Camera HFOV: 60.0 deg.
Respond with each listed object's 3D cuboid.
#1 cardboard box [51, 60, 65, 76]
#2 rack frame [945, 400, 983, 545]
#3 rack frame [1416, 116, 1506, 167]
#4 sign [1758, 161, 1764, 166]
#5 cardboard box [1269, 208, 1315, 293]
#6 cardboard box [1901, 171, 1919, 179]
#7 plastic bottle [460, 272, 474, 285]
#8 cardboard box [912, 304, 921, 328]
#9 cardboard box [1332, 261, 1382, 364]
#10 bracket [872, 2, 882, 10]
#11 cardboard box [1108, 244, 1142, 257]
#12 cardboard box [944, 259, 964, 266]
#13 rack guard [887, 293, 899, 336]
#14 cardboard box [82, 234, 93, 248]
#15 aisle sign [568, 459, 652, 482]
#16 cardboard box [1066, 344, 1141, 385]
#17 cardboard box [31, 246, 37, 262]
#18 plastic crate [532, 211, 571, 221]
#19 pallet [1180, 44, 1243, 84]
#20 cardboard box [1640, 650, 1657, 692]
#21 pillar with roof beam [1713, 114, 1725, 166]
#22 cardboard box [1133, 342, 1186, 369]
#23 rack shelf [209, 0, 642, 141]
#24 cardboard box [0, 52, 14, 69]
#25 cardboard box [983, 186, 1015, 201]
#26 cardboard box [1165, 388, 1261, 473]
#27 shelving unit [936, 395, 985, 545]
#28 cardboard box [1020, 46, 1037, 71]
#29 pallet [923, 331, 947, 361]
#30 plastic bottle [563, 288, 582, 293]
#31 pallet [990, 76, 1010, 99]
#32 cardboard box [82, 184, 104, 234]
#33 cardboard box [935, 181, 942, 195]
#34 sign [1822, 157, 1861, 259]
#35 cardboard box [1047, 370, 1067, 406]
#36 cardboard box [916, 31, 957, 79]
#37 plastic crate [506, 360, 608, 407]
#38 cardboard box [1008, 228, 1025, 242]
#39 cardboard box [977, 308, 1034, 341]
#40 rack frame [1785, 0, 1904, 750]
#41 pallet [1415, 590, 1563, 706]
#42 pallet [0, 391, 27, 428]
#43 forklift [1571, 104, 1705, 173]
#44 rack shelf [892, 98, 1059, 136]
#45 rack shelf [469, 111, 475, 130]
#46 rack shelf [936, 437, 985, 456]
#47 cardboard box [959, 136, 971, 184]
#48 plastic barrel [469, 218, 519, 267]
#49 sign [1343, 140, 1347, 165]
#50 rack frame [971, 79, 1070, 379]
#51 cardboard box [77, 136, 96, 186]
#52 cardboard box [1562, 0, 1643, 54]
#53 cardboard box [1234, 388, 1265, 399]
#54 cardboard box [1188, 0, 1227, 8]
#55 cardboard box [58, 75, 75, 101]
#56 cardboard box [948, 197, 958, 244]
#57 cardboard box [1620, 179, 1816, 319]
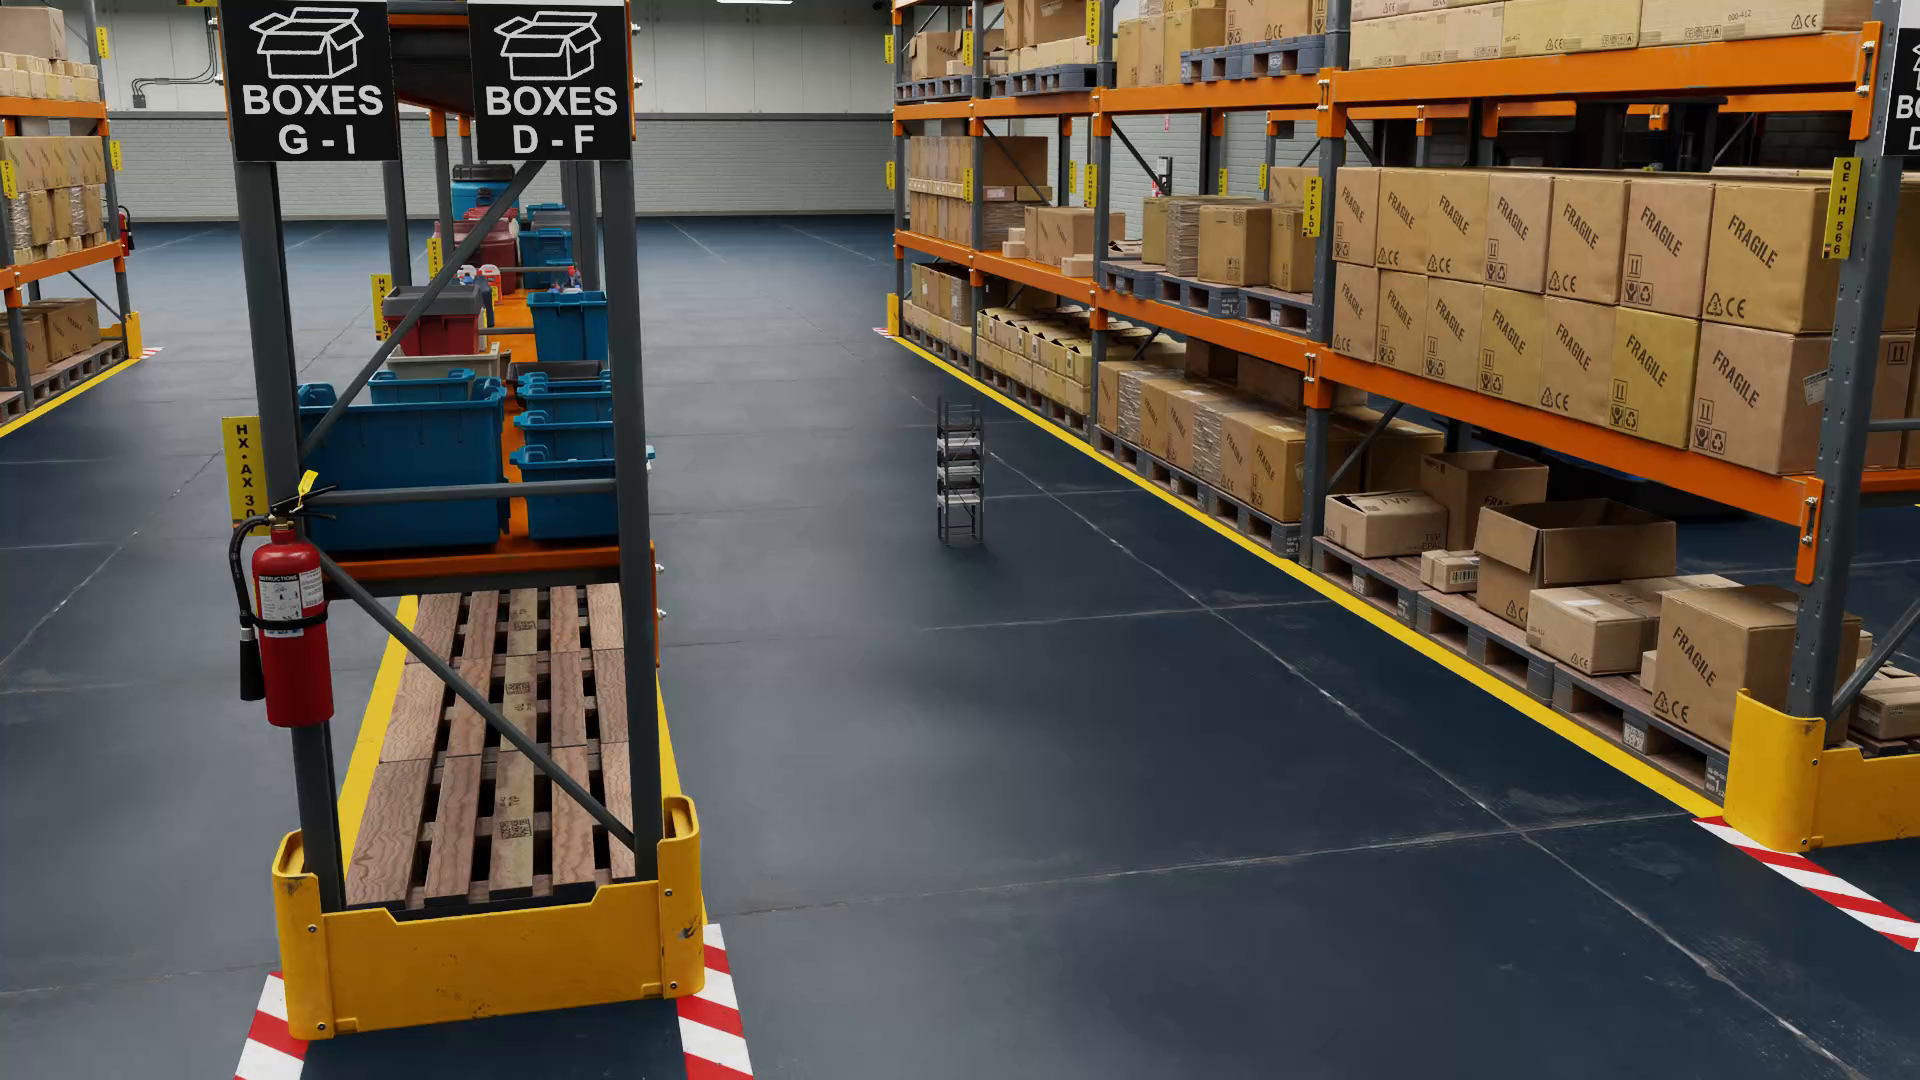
[{"bbox_3d":[-9.282,-4.770,16.787,0.380,0.149,0.250,-4,14,-16],"label":"cardboard box"},{"bbox_3d":[0.026,-0.412,10.217,0.240,0.900,0.006,-3,14,-13],"label":"rack frame"},{"bbox_3d":[5.435,-3.445,18.206,1.000,3.000,0.127,-3,14,-13],"label":"rack frame"},{"bbox_3d":[6.913,-3.116,14.422,0.100,0.325,0.005,-3,14,-13],"label":"sign"},{"bbox_3d":[2.382,-1.852,10.590,0.700,0.500,0.500,-1,14,-4],"label":"cardboard box"},{"bbox_3d":[6.725,-2.496,11.863,0.500,0.250,0.500,-3,14,-12],"label":"cardboard box"},{"bbox_3d":[-3.300,-1.658,11.163,0.097,0.271,0.097,0,14,0],"label":"plastic bottle"},{"bbox_3d":[-0.288,-2.708,20.098,0.500,0.250,0.500,-3,14,-13],"label":"cardboard box"},{"bbox_3d":[2.354,-1.238,8.963,0.500,0.500,0.500,-3,14,-12],"label":"cardboard box"},{"bbox_3d":[-2.544,-16.461,51.257,0.235,0.232,0.430,-3,14,-13],"label":"bracket"},{"bbox_3d":[1.517,-2.288,13.660,0.500,0.311,0.500,-2,14,-10],"label":"cardboard box"},{"bbox_3d":[0.096,-3.216,20.599,0.500,0.500,0.500,-3,14,-13],"label":"cardboard box"},{"bbox_3d":[-0.325,-2.882,21.169,1.175,0.500,0.348,-3,14,-13],"label":"rack guard"},{"bbox_3d":[-9.471,-3.192,17.701,0.380,0.149,0.250,-3,14,-13],"label":"cardboard box"},{"bbox_3d":[-1.110,-0.179,5.269,0.250,0.136,0.298,-3,14,-13],"label":"aisle sign"},{"bbox_3d":[1.198,-1.493,13.944,0.500,0.311,0.500,-3,14,-12],"label":"cardboard box"},{"bbox_3d":[-8.899,-2.675,15.586,0.380,0.149,0.250,-3,14,-13],"label":"cardboard box"},{"bbox_3d":[-3.784,-2.829,15.551,0.402,0.464,0.583,-3,14,-13],"label":"plastic crate"},{"bbox_3d":[2.168,-3.081,10.795,1.213,0.211,1.003,-3,14,-13],"label":"pallet"},{"bbox_3d":[3.064,0.553,6.886,0.380,0.166,0.250,-3,14,-13],"label":"cardboard box"},{"bbox_3d":[2.725,-5.544,14.160,9.100,9.000,0.400,-3,14,-13],"label":"pillar with roof beam"},{"bbox_3d":[1.722,-1.523,14.067,0.500,0.311,0.500,-3,14,-11],"label":"cardboard box"},{"bbox_3d":[-1.847,-1.693,6.233,1.077,0.370,4.000,-3,14,-13],"label":"rack shelf"},{"bbox_3d":[-8.958,-4.408,15.306,0.380,0.149,0.250,-3,14,-13],"label":"cardboard box"},{"bbox_3d":[0.348,-3.582,17.192,0.380,0.149,0.250,-3,14,-13],"label":"cardboard box"},{"bbox_3d":[1.758,-0.767,11.586,0.500,0.500,0.500,-4,14,-15],"label":"cardboard box"},{"bbox_3d":[0.002,-0.435,10.313,0.258,0.900,0.210,-3,14,-13],"label":"shelving unit"},{"bbox_3d":[0.888,-4.487,15.583,0.500,0.250,0.500,-5,15,-19],"label":"cardboard box"},{"bbox_3d":[0.184,-2.281,19.318,1.003,0.211,1.213,-3,14,-13],"label":"pallet"},{"bbox_3d":[-2.327,-1.382,10.024,0.152,0.276,0.135,-3,14,-13],"label":"plastic bottle"},{"bbox_3d":[0.840,-4.329,15.910,0.805,0.209,1.217,-4,14,-15],"label":"pallet"},{"bbox_3d":[-9.613,-3.495,17.576,0.875,0.500,0.500,-3,14,-13],"label":"cardboard box"},{"bbox_3d":[-0.076,-3.997,18.890,0.380,0.149,0.250,-3,14,-13],"label":"cardboard box"},{"bbox_3d":[2.895,-1.089,5.459,0.100,0.325,0.005,-3,14,-13],"label":"sign"},{"bbox_3d":[1.075,-1.340,14.499,0.500,0.250,0.500,-3,14,-14],"label":"cardboard box"},{"bbox_3d":[-0.195,-5.470,18.785,0.500,0.500,0.500,-3,14,-13],"label":"cardboard box"},{"bbox_3d":[-1.792,-0.699,7.422,0.437,0.125,0.590,-3,14,-13],"label":"plastic crate"},{"bbox_3d":[0.779,-2.984,16.636,0.500,0.250,0.500,-2,14,-10],"label":"cardboard box"},{"bbox_3d":[0.475,-2.199,16.836,0.500,0.311,0.500,-3,14,-13],"label":"cardboard box"},{"bbox_3d":[3.439,-0.399,5.742,1.000,3.000,0.127,-3,14,-13],"label":"rack frame"},{"bbox_3d":[2.950,0.473,8.047,1.003,0.211,1.213,-3,14,-13],"label":"pallet"},{"bbox_3d":[-8.825,-1.082,14.412,1.003,0.211,1.213,-3,14,-13],"label":"pallet"},{"bbox_3d":[5.350,-2.125,12.948,3.258,2.935,4.769,-3,14,-12],"label":"forklift"},{"bbox_3d":[0.151,-4.737,18.691,1.077,0.370,4.000,-3,14,-13],"label":"rack shelf"},{"bbox_3d":[-4.665,-4.462,17.564,1.077,0.370,4.000,-3,14,-13],"label":"rack shelf"},{"bbox_3d":[0.002,-0.578,10.278,0.258,0.077,0.200,-3,14,-13],"label":"rack shelf"},{"bbox_3d":[0.390,-4.065,17.801,0.700,0.500,0.500,-3,14,-13],"label":"cardboard box"},{"bbox_3d":[-3.804,-2.347,13.476,0.421,0.512,0.421,0,14,0],"label":"plastic barrel"},{"bbox_3d":[5.040,-5.110,21.916,0.100,0.325,0.005,-3,14,-13],"label":"sign"},{"bbox_3d":[0.621,-3.168,17.073,1.000,3.000,0.127,-3,14,-13],"label":"rack frame"},{"bbox_3d":[-9.457,-3.990,17.494,0.500,0.500,0.500,-3,14,-13],"label":"cardboard box"},{"bbox_3d":[2.825,-2.118,6.772,0.500,0.250,0.500,-3,14,-13],"label":"cardboard box"},{"bbox_3d":[2.258,-0.802,11.728,0.500,0.500,0.500,-4,14,-15],"label":"cardboard box"},{"bbox_3d":[1.896,-3.900,11.433,0.500,0.500,0.500,-3,14,-13],"label":"cardboard box"},{"bbox_3d":[-9.357,-4.593,16.901,0.500,0.250,0.500,-3,14,-12],"label":"cardboard box"},{"bbox_3d":[0.266,-3.556,18.450,0.700,0.500,0.500,-3,14,-12],"label":"cardboard box"},{"bbox_3d":[2.948,-1.138,6.446,0.500,0.500,0.500,-3,14,-12],"label":"cardboard box"}]
